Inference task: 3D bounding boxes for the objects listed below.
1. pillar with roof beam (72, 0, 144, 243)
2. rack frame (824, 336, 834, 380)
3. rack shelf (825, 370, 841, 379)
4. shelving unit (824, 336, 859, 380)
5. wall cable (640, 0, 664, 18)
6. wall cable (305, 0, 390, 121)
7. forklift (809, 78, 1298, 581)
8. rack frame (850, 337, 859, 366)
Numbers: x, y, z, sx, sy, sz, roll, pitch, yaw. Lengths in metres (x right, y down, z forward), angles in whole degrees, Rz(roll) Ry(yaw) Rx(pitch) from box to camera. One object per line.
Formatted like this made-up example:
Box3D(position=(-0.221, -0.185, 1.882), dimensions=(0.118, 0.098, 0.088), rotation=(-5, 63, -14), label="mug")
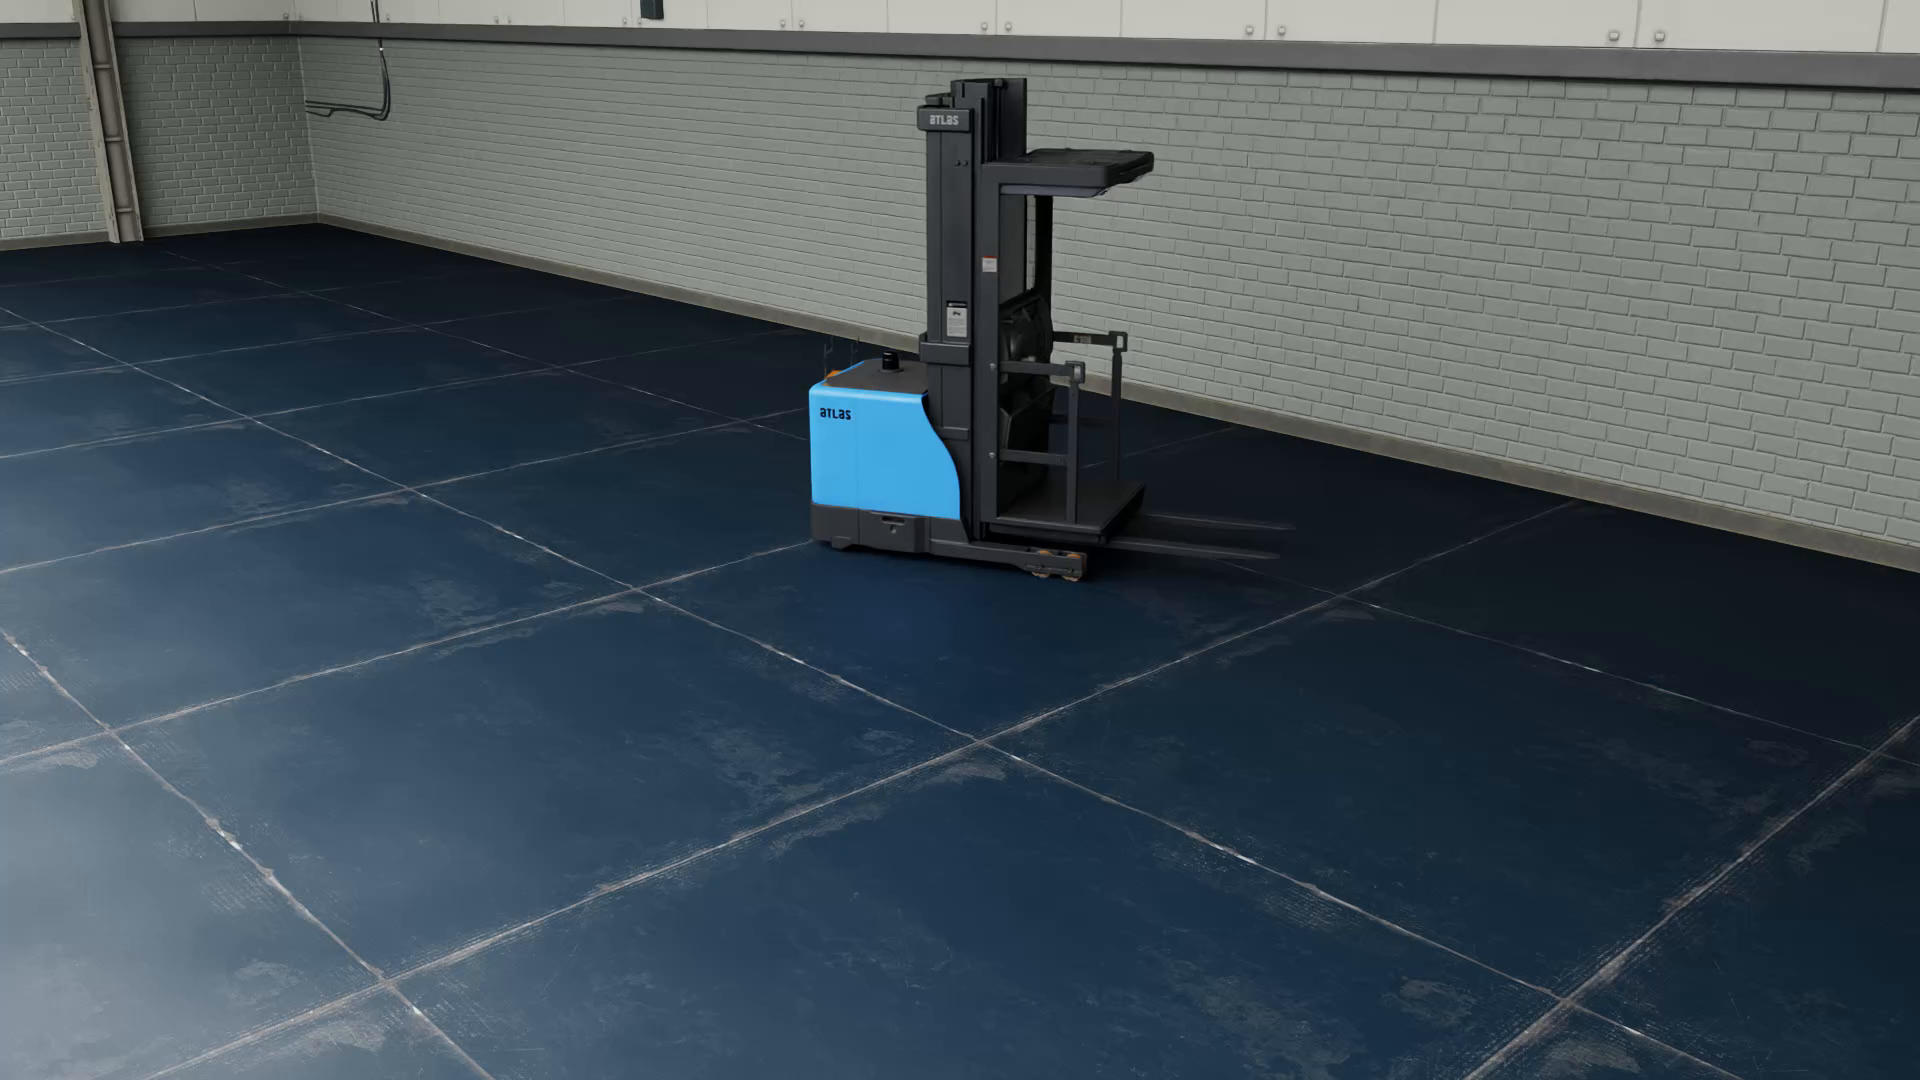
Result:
Box3D(position=(-9.414, -7.759, 20.326), dimensions=(0.400, 9.000, 9.100), rotation=(-16, 24, -41), label="pillar with roof beam")
Box3D(position=(-0.896, -0.792, 11.481), dimensions=(0.006, 1.200, 0.240), rotation=(3, 18, 9), label="rack frame")
Box3D(position=(-0.805, -1.088, 11.370), dimensions=(0.180, 0.103, 0.258), rotation=(3, 18, 9), label="rack shelf")
Box3D(position=(-0.806, -0.788, 11.466), dimensions=(0.189, 1.200, 0.258), rotation=(3, 18, 9), label="shelving unit")
Box3D(position=(-2.812, -8.539, 17.216), dimensions=(0.169, 6.003, 2.305), rotation=(-16, 24, -41), label="wall cable")
Box3D(position=(-9.323, -7.575, 24.792), dimensions=(0.112, 2.526, 3.097), rotation=(-16, 24, -41), label="wall cable")
Box3D(position=(0.599, -1.327, 10.325), dimensions=(3.031, 2.935, 1.130), rotation=(6, 19, 19), label="forklift")
Box3D(position=(-0.715, -0.783, 11.452), dimensions=(0.006, 1.200, 0.240), rotation=(3, 18, 9), label="rack frame")
